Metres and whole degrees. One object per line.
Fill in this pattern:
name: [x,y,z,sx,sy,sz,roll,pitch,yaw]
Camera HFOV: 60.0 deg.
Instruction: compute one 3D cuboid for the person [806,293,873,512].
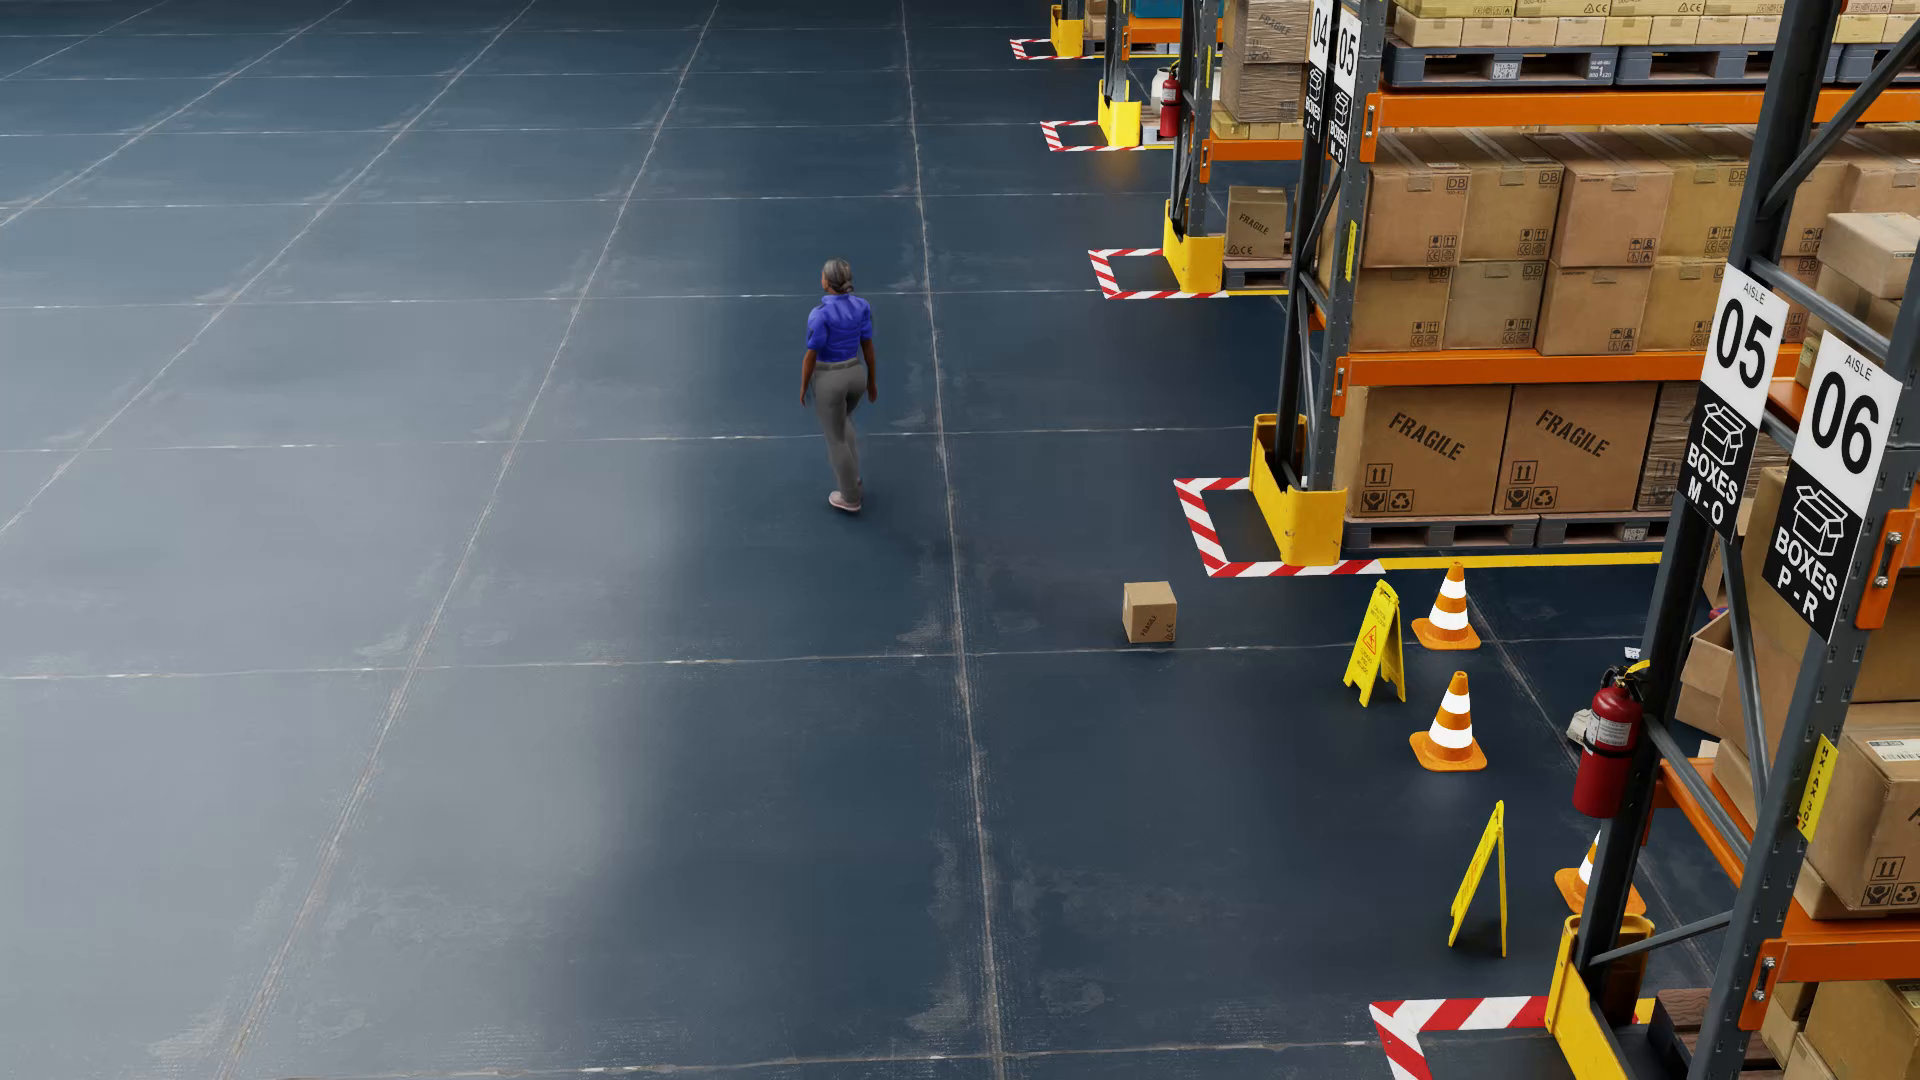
person: [-0.789,-0.869,10.503,0.443,1.498,0.477,-21,34,-34]
